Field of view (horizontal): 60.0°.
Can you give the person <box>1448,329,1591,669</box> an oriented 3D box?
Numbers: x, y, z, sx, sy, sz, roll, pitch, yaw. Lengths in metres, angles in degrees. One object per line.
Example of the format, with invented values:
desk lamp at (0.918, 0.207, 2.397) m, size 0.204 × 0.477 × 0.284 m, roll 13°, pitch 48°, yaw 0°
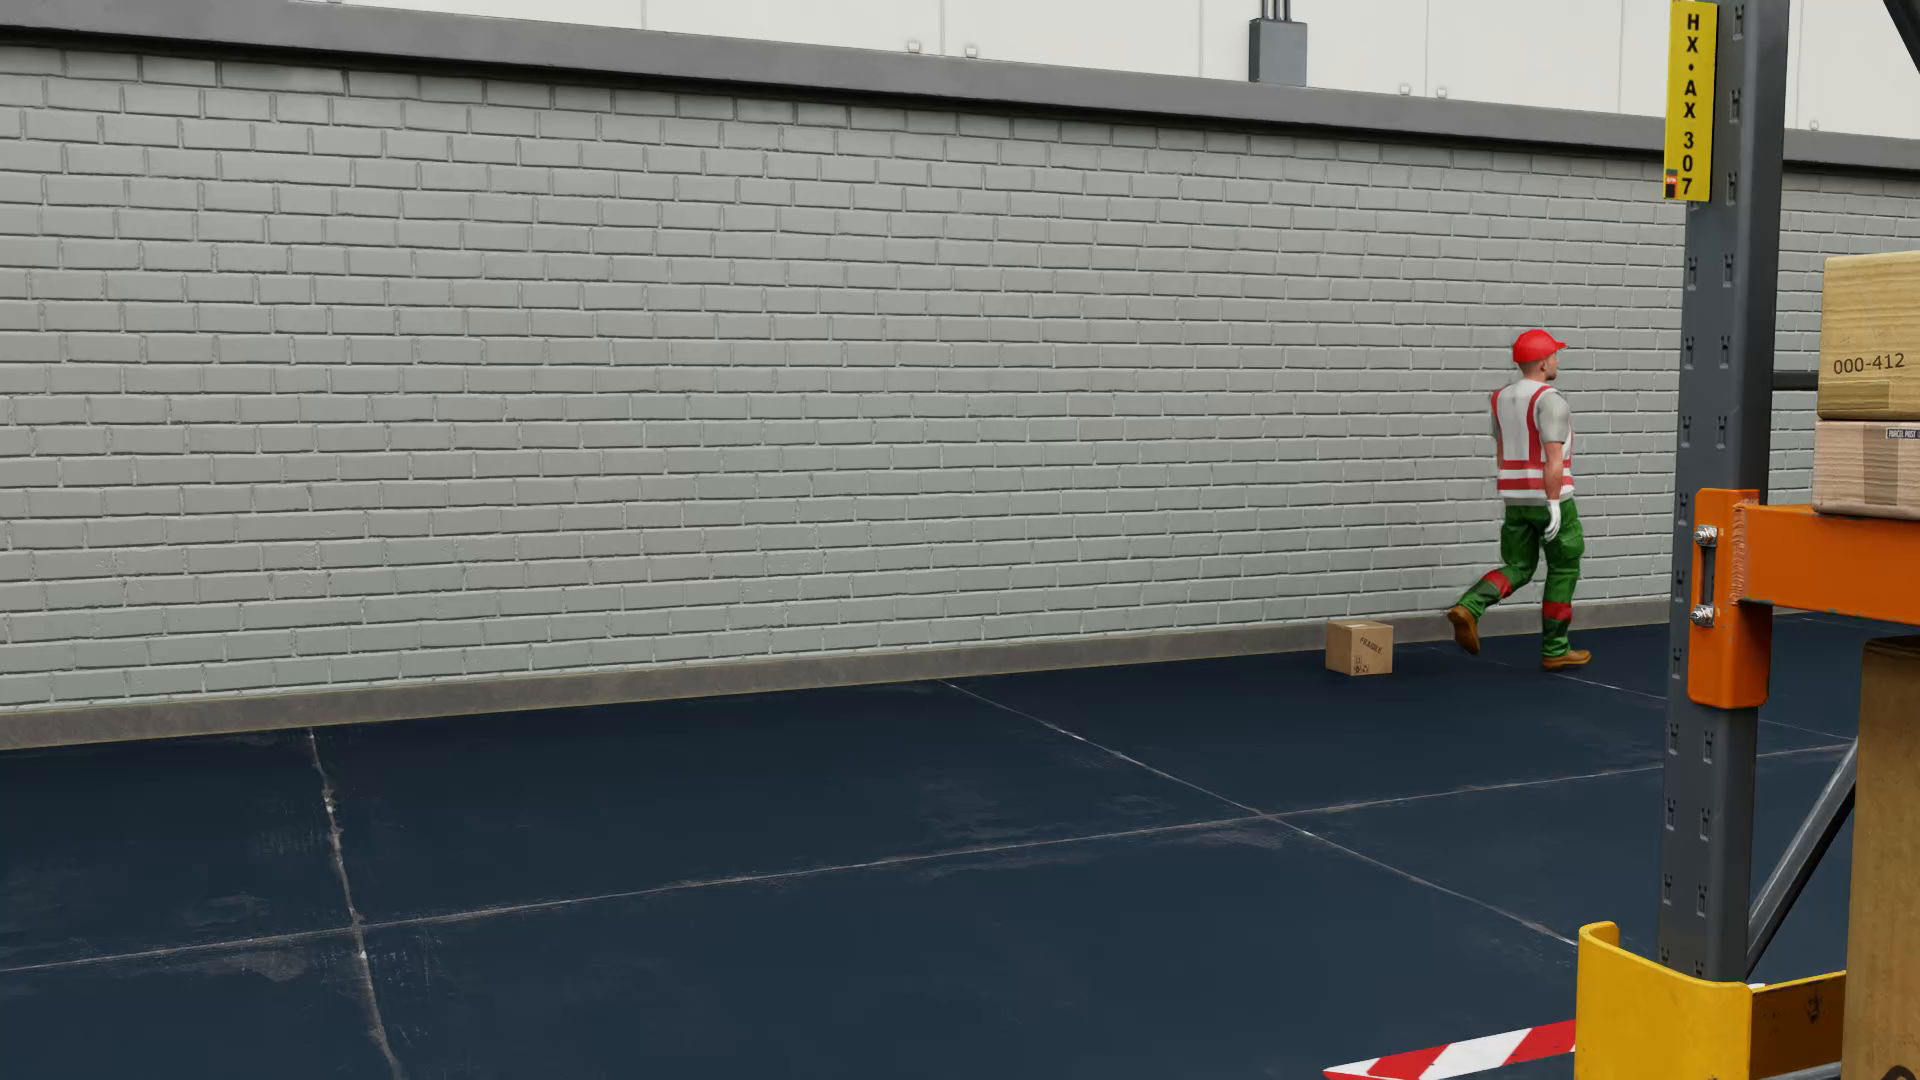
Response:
person at (2.951, -0.207, 8.658) m, size 0.800 × 1.768 × 0.540 m, roll -3°, pitch 6°, yaw -25°
